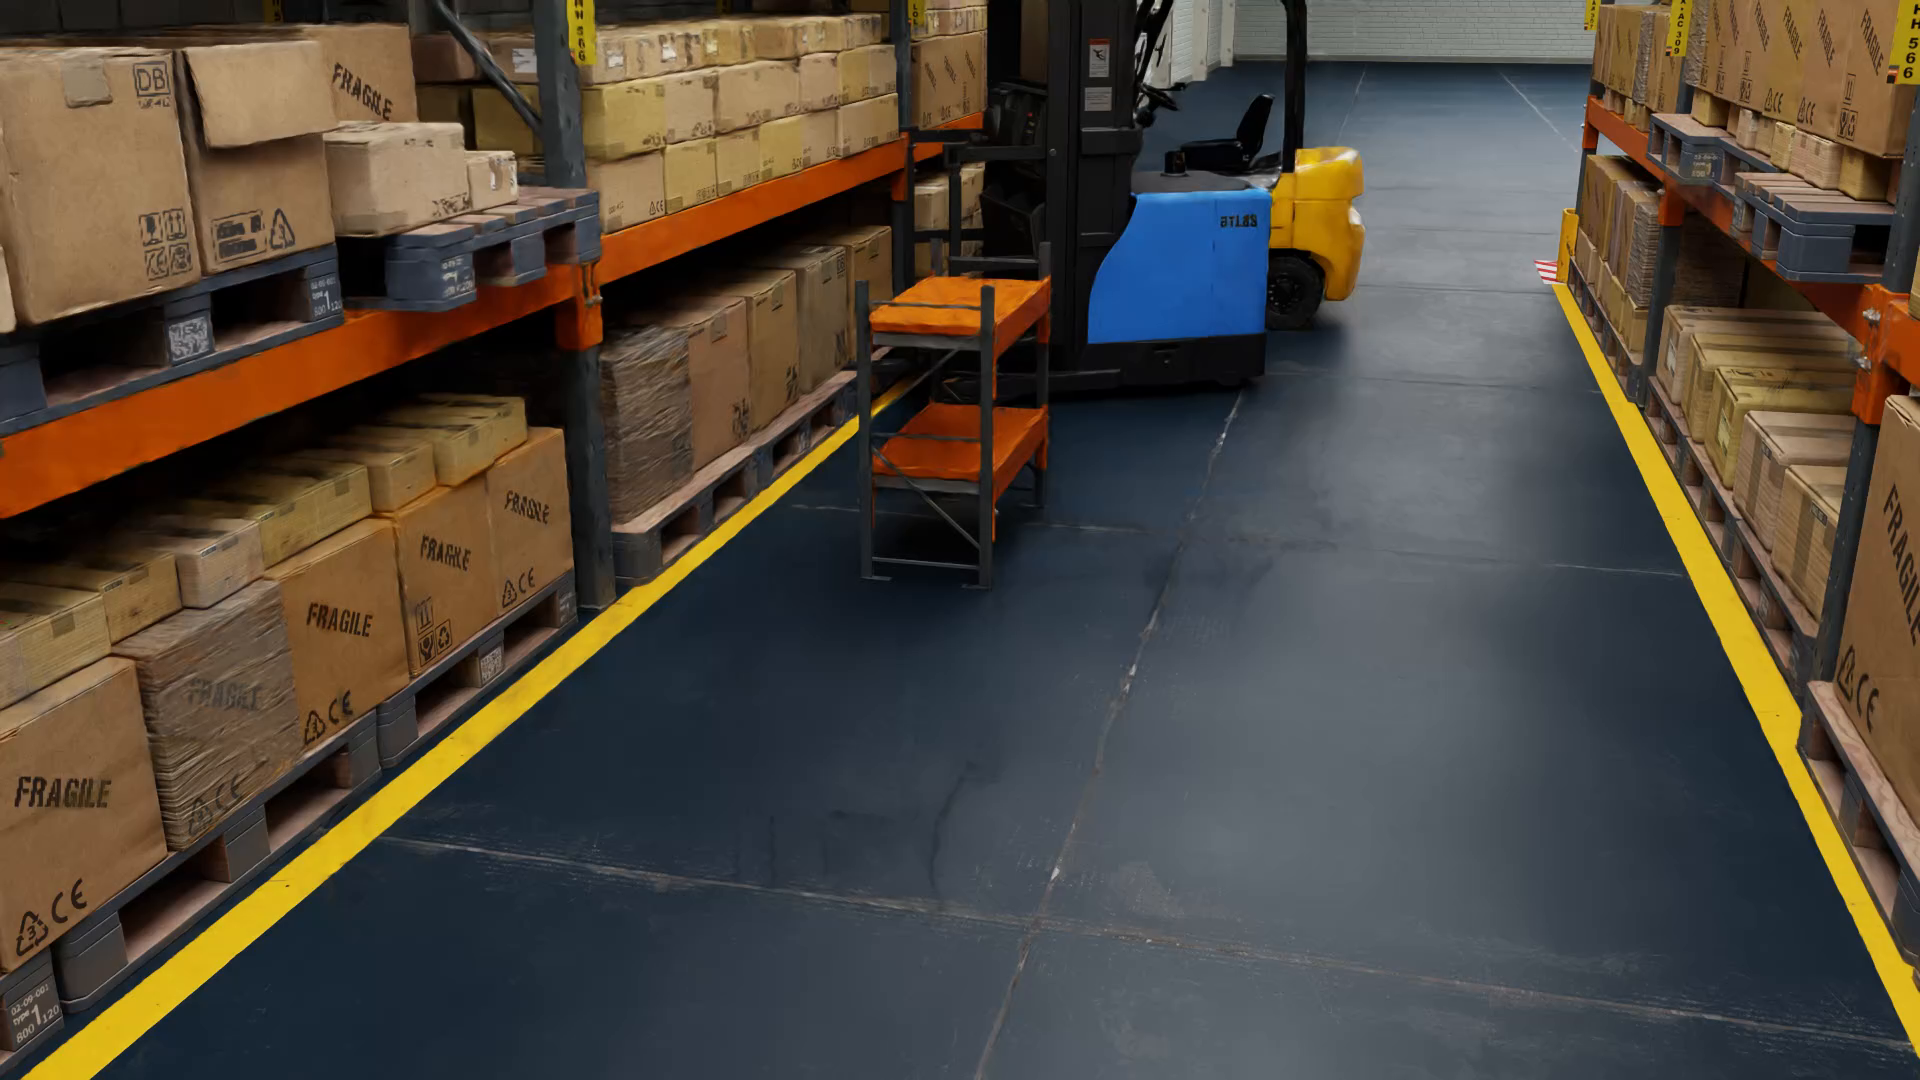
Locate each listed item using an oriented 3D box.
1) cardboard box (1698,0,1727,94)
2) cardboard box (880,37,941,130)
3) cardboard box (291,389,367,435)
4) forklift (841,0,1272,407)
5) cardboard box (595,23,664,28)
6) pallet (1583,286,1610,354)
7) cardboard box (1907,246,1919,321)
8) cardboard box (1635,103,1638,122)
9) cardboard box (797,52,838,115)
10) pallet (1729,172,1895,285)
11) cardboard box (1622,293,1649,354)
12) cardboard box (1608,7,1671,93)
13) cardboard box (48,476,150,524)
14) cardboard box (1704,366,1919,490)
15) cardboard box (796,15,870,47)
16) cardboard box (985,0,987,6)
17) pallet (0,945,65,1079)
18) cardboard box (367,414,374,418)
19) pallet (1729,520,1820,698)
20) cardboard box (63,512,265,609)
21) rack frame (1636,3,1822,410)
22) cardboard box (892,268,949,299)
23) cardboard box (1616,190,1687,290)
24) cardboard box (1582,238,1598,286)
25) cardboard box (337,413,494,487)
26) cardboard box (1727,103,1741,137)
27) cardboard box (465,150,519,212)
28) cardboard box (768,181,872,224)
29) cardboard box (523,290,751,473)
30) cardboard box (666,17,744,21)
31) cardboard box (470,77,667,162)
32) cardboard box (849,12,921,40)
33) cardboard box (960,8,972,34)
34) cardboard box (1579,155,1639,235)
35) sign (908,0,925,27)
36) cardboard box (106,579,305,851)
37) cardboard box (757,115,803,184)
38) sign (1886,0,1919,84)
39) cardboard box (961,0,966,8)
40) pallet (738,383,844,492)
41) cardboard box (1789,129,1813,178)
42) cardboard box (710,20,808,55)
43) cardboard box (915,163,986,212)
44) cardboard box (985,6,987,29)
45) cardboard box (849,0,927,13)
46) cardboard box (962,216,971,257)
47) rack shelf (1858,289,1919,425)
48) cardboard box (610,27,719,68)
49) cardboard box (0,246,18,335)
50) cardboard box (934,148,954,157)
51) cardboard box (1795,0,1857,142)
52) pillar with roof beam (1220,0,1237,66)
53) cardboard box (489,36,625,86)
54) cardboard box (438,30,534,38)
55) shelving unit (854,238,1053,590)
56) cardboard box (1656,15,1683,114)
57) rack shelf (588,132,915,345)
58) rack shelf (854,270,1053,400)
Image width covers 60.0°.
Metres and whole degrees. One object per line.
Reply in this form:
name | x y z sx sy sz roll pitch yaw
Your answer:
cardboard box | 3.531 -2.186 7.183 0.500 0.500 0.500 5 19 14
cardboard box | -0.407 -2.638 9.614 0.500 0.500 0.500 4 19 12
cardboard box | -2.175 -0.402 5.438 0.380 0.149 0.250 6 20 16
forklift | 0.099 -2.247 8.732 3.031 2.935 1.130 -5 20 -15
cardboard box | -1.506 -2.173 7.250 0.380 0.149 0.250 5 20 15
pallet | 4.472 -1.358 10.337 1.003 0.211 1.213 5 19 13
cardboard box | 2.705 -0.623 4.102 0.500 0.250 0.500 4 19 12
cardboard box | 4.165 -2.483 9.706 0.380 0.149 0.250 4 19 12
cardboard box | -0.890 -2.142 7.776 0.500 0.250 0.500 5 19 14
pallet | 3.139 -0.968 5.178 1.213 0.211 1.003 5 19 13
cardboard box | 3.930 -1.185 9.120 0.500 0.250 0.500 6 20 16
cardboard box | 4.392 -3.074 10.431 0.500 0.500 0.500 4 19 12
cardboard box | -2.423 -0.073 4.475 0.380 0.149 0.250 4 19 12
cardboard box | 3.580 -0.428 6.715 0.950 0.372 0.625 5 20 15
cardboard box | -0.682 -2.619 8.557 0.380 0.149 0.250 4 19 13
cardboard box | 0.111 -3.684 11.213 0.380 0.149 0.250 5 19 14
pallet | -2.561 1.097 3.148 1.003 0.211 1.213 5 19 13
cardboard box | -2.120 -0.124 5.627 0.500 0.500 0.500 5 20 15
pallet | 3.261 0.248 5.636 1.003 0.211 1.213 5 19 13
cardboard box | -1.972 0.047 4.122 0.380 0.149 0.250 4 19 11
rack frame | 4.046 -2.081 8.139 1.000 3.000 0.127 5 19 13
cardboard box | -0.329 -1.495 10.027 0.500 0.250 0.500 5 19 14
cardboard box | 4.053 -1.700 9.467 0.500 0.500 0.500 5 19 14
cardboard box | 4.426 -1.842 11.043 0.500 0.250 0.500 5 20 15
cardboard box | -1.657 -0.278 5.075 0.380 0.149 0.250 4 19 11
cardboard box | 3.436 -1.763 6.947 0.380 0.149 0.250 5 19 14
cardboard box | -1.534 -1.062 4.894 0.380 0.149 0.250 5 19 14
cardboard box | -0.836 -2.012 9.995 0.500 0.250 0.500 5 20 14
cardboard box | -1.428 -0.693 7.099 0.875 0.625 0.625 5 20 15
cardboard box | -1.283 -2.493 8.187 0.380 0.149 0.250 4 19 13
cardboard box | -1.376 -1.501 5.901 0.500 0.250 0.500 5 19 13
cardboard box | -0.435 -2.905 9.394 0.380 0.149 0.250 4 19 13
cardboard box | -0.139 -3.224 10.327 0.380 0.149 0.250 4 19 13
cardboard box | 4.553 -2.349 11.367 0.500 0.500 0.500 4 19 12
sign | -0.240 -2.942 8.993 0.100 0.325 0.005 5 19 13
cardboard box | -2.007 0.400 4.093 0.500 0.500 0.500 4 19 11
cardboard box | -1.025 -1.748 7.398 0.500 0.250 0.500 5 20 15
sign | 2.540 -1.378 4.411 0.100 0.325 0.005 5 19 13
cardboard box | -0.173 -3.369 10.292 0.380 0.149 0.250 4 19 13
pallet | -1.207 -0.535 7.926 1.003 0.211 1.213 5 19 13
cardboard box | 3.003 -1.279 5.530 0.380 0.149 0.250 4 19 11
cardboard box | -0.920 -2.299 7.618 0.380 0.149 0.250 5 19 14
cardboard box | -0.101 -2.286 10.796 0.500 0.250 0.500 5 20 15
cardboard box | 0.106 -3.545 11.267 0.380 0.149 0.250 5 19 14
cardboard box | -0.403 -3.043 9.338 0.380 0.149 0.250 5 20 14
cardboard box | -0.230 -1.891 10.414 0.500 0.250 0.500 5 19 13
rack shelf | 2.580 0.140 2.750 1.077 0.370 4.000 5 19 13
cardboard box | -1.196 -1.979 6.684 0.380 0.149 0.250 5 19 14
cardboard box | -2.011 -0.505 3.082 0.396 0.266 0.258 6 20 16
cardboard box | -0.343 -2.648 11.856 0.500 0.250 0.500 5 19 13
cardboard box | 3.026 -1.541 5.295 0.500 0.500 0.500 4 19 13
pillar with roof beam | 10.669 -15.480 38.088 9.100 9.000 0.400 5 19 13
cardboard box | -1.382 -1.649 5.716 0.380 0.149 0.250 5 20 15
cardboard box | -1.784 -1.857 6.327 0.380 0.149 0.250 5 19 13
shelving unit | -0.002 -0.530 6.500 0.538 1.125 1.048 5 19 13
cardboard box | 3.913 -2.428 8.540 0.500 0.500 0.500 4 19 12
rack shelf | -1.257 -1.504 7.564 1.077 0.370 4.000 5 19 13
rack shelf | -0.002 -0.807 6.405 0.538 0.278 1.000 5 19 13
